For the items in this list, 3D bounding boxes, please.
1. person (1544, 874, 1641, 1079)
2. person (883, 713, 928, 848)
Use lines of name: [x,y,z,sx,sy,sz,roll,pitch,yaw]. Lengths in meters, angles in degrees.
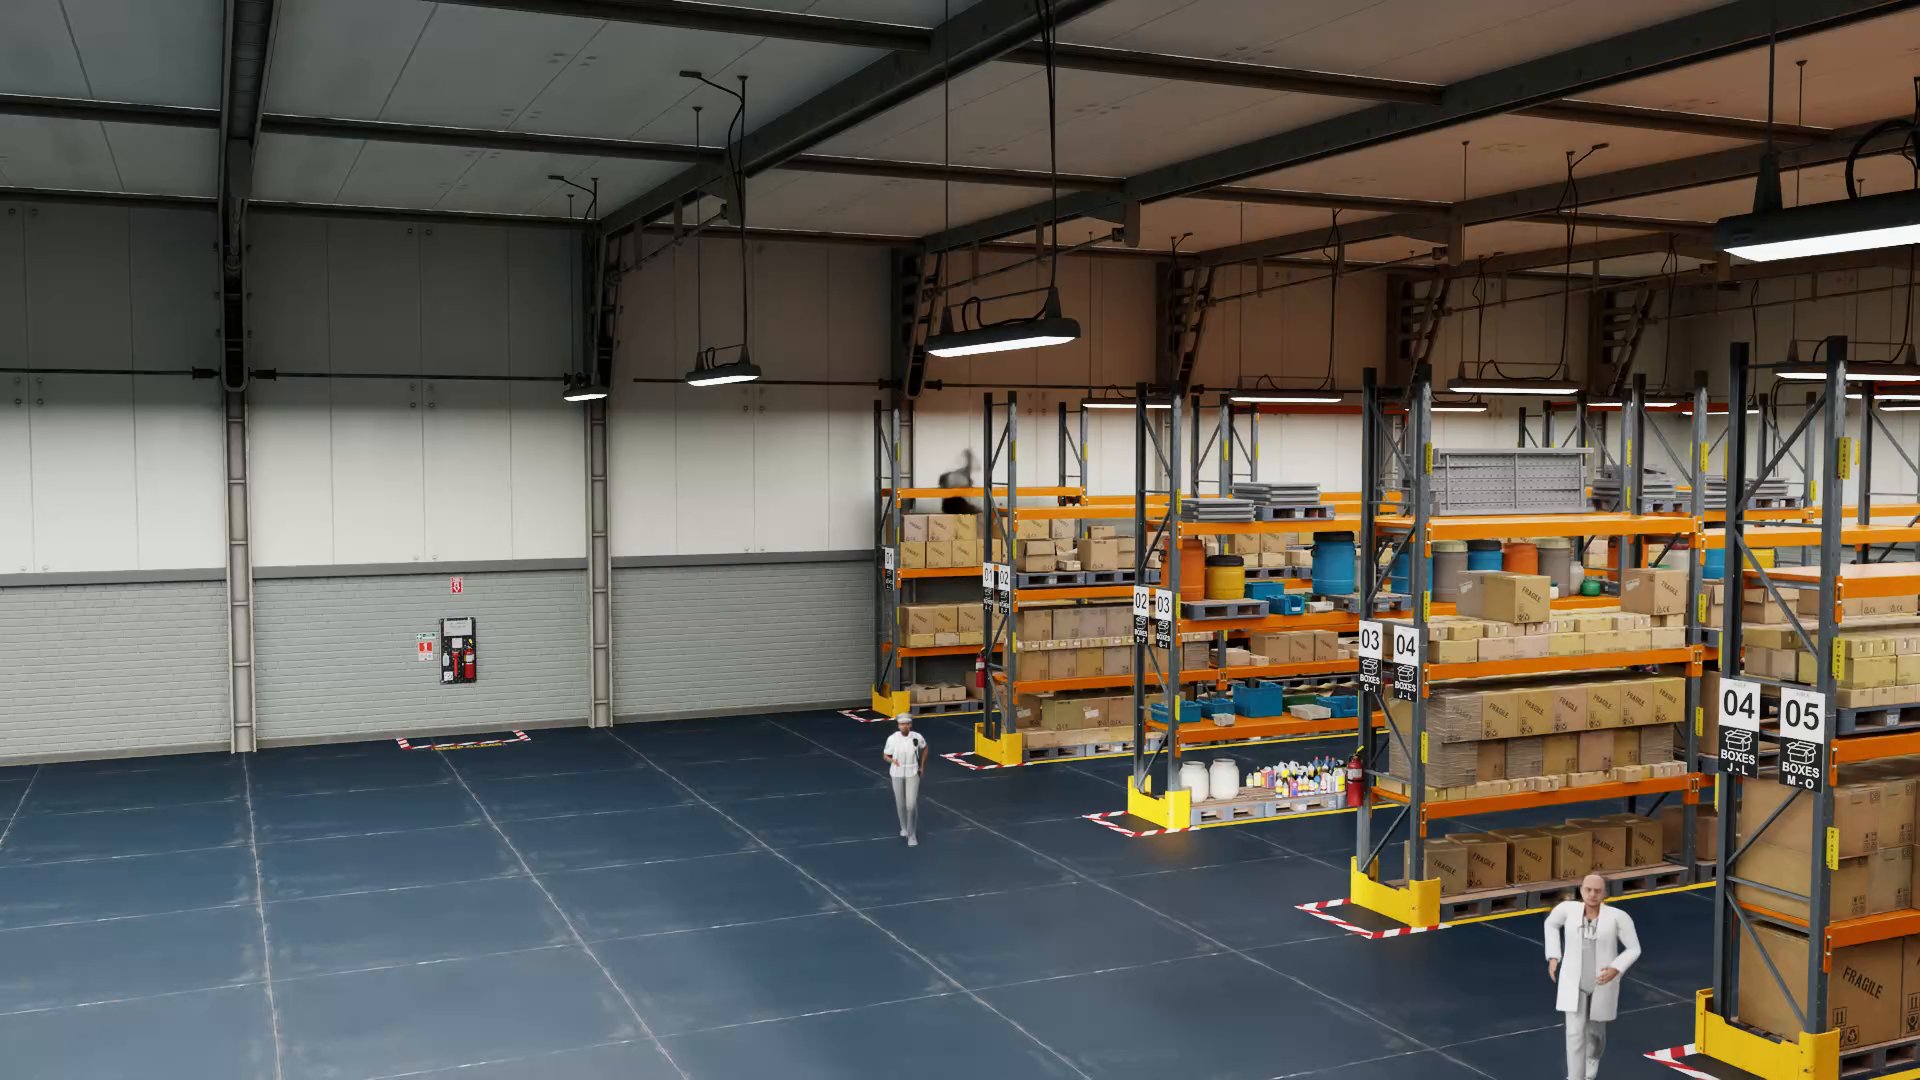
person: [4.964,3.508,13.095,0.726,1.787,1.031,1,4,23]
person: [-0.708,3.077,21.462,0.561,1.743,0.743,0,3,4]
